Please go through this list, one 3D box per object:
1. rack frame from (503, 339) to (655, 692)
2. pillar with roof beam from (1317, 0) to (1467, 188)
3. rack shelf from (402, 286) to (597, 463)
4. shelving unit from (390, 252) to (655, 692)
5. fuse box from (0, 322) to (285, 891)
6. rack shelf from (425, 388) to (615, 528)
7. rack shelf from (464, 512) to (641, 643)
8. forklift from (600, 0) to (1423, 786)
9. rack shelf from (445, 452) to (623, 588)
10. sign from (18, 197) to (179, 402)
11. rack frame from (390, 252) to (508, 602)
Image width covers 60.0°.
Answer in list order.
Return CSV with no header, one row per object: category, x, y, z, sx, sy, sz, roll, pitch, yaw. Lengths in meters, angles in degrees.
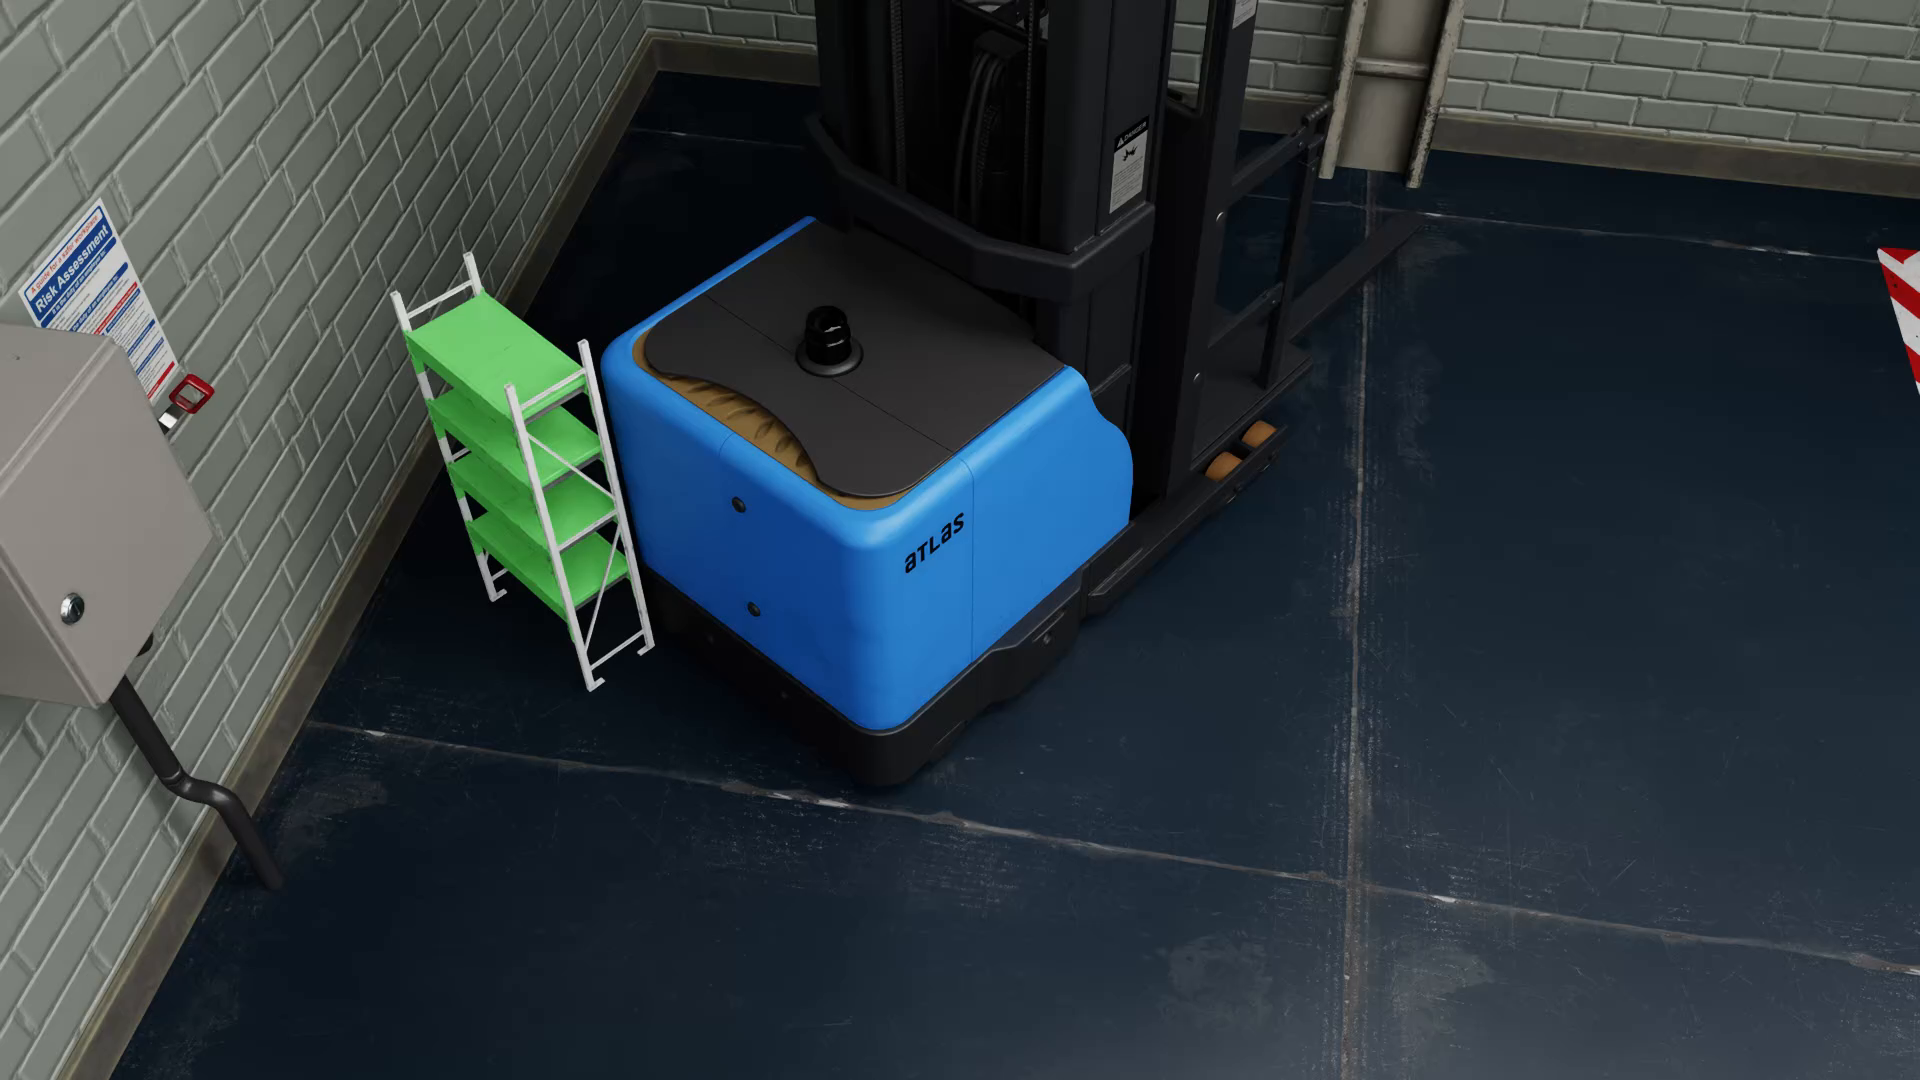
rack frame,-1.000,-0.025,4.466,0.015,1.200,0.240,36,57,28
pillar with roof beam,0.860,-1.366,0.428,0.400,9.000,9.100,8,49,7
rack shelf,-1.175,-0.430,4.270,0.480,0.148,0.258,36,57,28
shelving unit,-1.175,-0.152,4.580,0.503,1.200,0.258,36,57,28
fuse box,-1.796,0.321,3.811,0.414,1.711,0.539,8,49,7
rack shelf,-1.175,-0.270,4.449,0.480,0.148,0.258,36,57,28
rack shelf,-1.175,0.051,4.806,0.480,0.148,0.258,36,57,28
forklift,0.416,-1.325,4.470,1.130,2.935,3.031,34,56,26
rack shelf,-1.175,-0.109,4.627,0.480,0.148,0.258,36,57,28
sign,-1.912,-0.466,3.716,0.001,0.494,0.329,8,49,7
rack frame,-1.349,-0.279,4.694,0.015,1.200,0.240,36,57,28
